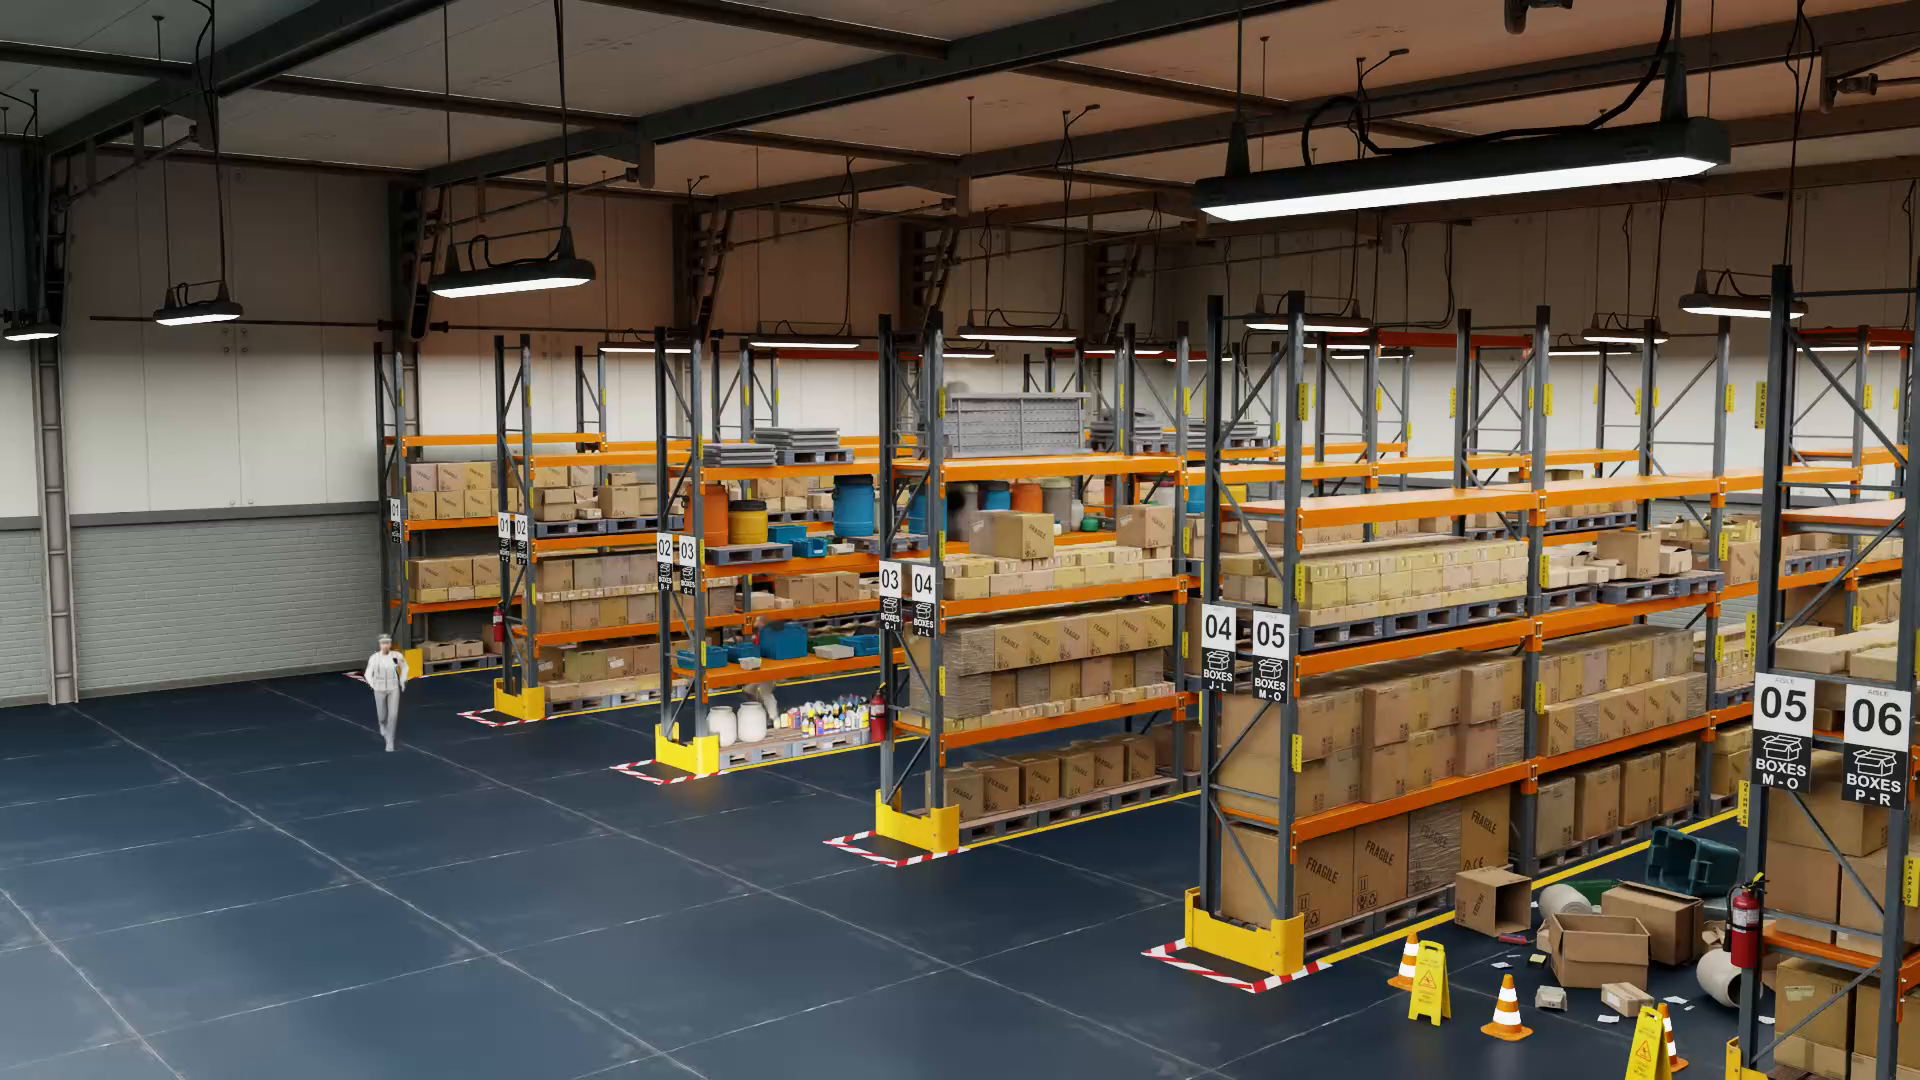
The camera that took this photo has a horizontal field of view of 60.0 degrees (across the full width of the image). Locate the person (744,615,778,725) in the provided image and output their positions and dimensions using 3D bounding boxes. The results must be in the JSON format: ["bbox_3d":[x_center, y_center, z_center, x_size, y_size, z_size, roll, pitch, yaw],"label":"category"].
[{"bbox_3d":[-3.062,2.002,25.471,0.640,1.707,0.639,-3,6,-30],"label":"person"}]

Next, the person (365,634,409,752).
[{"bbox_3d":[-8.252,2.160,23.975,0.606,1.679,0.793,-2,6,-19],"label":"person"}]

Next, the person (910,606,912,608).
[{"bbox_3d":[-0.835,1.205,34.120,0.661,1.730,0.714,-4,6,-36],"label":"person"}]
